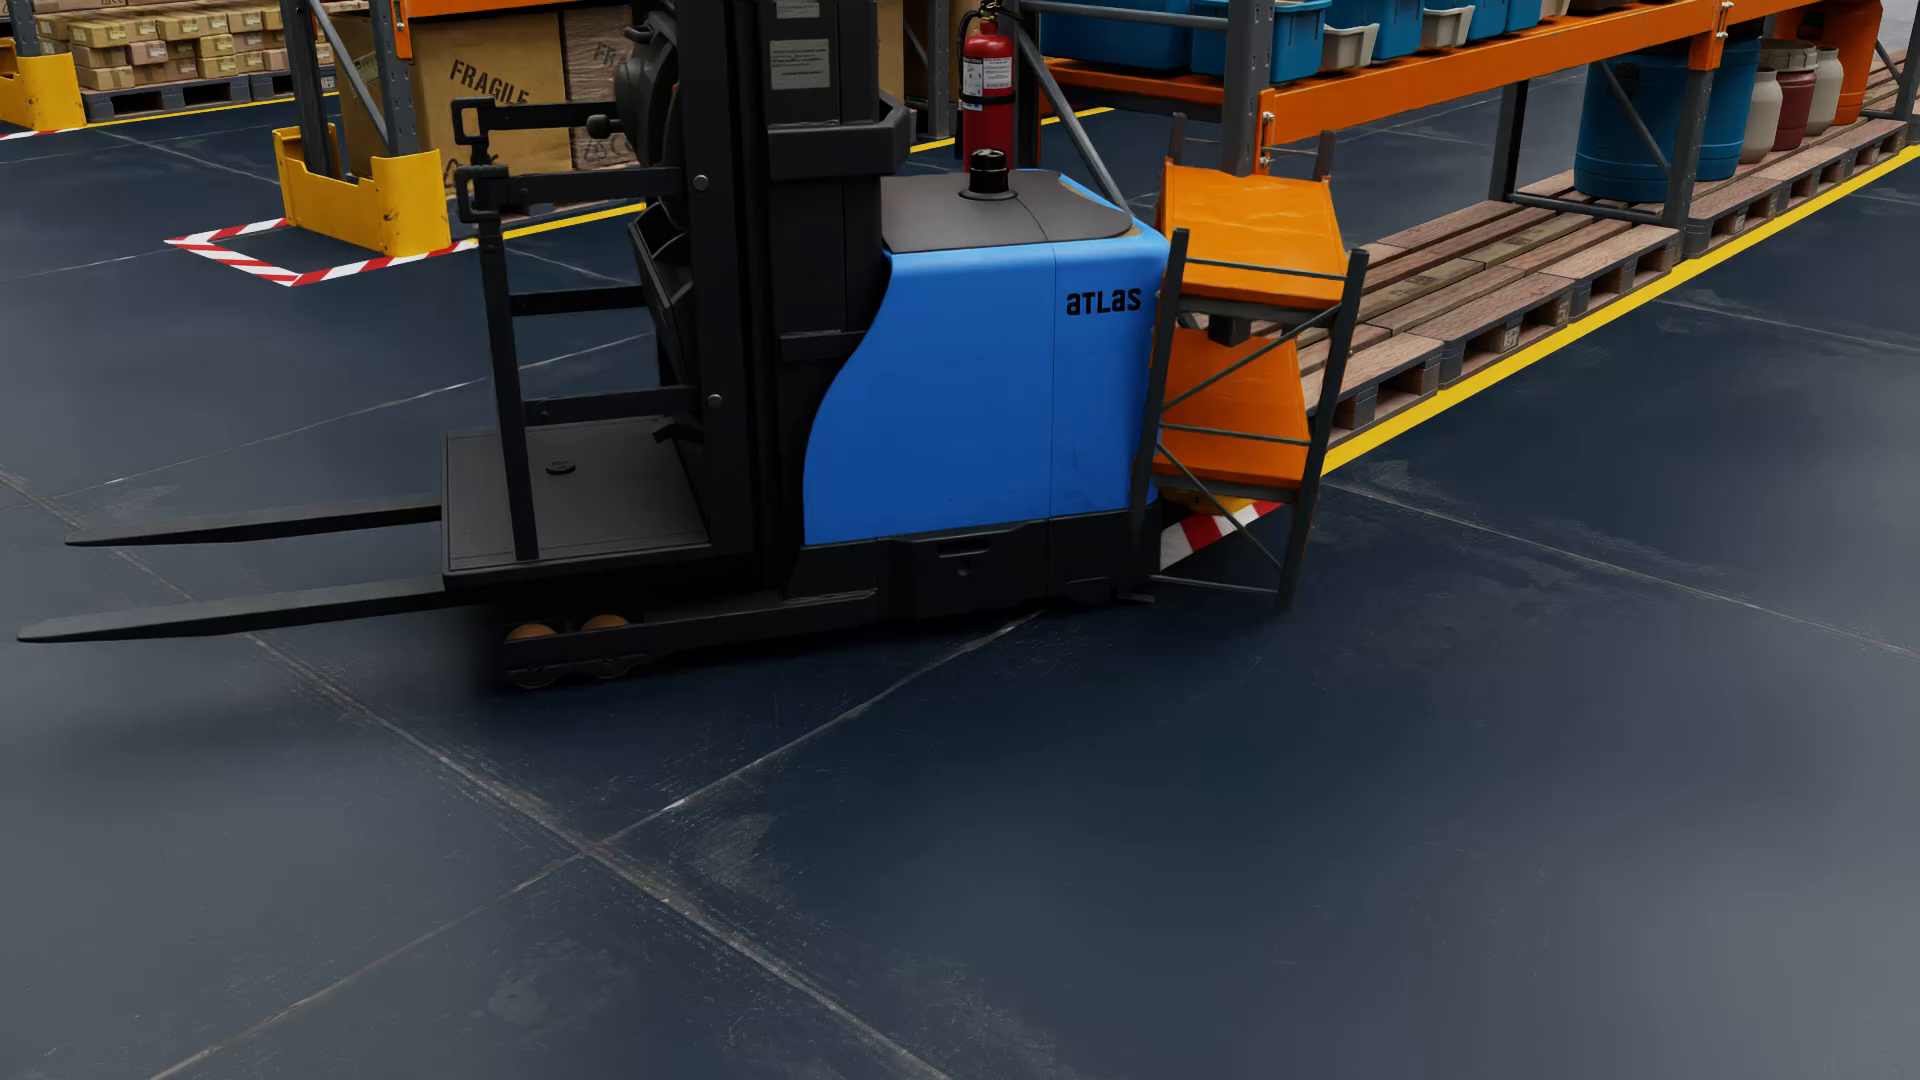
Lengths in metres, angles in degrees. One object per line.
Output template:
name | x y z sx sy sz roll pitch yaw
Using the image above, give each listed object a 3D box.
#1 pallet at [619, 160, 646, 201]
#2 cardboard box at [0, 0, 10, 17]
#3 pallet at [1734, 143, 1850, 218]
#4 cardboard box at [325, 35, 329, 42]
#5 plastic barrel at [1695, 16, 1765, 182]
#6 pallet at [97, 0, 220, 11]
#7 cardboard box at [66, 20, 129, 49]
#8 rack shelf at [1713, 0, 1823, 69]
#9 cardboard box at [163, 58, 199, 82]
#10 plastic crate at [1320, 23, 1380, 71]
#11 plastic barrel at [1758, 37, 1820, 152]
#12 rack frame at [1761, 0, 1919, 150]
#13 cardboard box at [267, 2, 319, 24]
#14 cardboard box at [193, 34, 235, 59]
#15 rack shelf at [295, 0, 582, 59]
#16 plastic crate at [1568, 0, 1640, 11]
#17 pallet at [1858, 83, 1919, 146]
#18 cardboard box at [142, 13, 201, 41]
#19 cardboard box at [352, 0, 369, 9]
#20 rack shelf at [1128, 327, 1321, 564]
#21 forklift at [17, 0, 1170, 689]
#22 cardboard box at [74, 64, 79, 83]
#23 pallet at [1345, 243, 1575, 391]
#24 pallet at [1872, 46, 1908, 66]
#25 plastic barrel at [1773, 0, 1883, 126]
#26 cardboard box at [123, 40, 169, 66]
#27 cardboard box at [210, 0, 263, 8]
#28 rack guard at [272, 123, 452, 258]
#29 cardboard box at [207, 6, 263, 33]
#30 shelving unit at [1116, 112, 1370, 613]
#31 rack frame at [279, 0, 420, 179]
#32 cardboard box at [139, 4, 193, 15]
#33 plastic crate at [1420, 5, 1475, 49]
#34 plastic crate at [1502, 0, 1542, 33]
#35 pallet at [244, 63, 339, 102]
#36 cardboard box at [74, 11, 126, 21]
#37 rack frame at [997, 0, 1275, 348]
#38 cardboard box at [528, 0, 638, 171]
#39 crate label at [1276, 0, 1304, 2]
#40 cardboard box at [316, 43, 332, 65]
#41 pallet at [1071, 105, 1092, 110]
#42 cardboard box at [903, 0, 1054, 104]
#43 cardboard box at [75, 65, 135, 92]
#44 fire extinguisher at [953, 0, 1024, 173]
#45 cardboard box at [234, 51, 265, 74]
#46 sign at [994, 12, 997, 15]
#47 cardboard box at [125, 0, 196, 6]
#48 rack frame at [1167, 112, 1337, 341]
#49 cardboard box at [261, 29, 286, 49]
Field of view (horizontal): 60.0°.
pallet | -1.864 -2.374 10.286 1.003 0.211 1.213 20 31 38
cardboard box | -9.563 -5.249 15.909 0.875 0.438 0.875 21 32 39
pallet | 4.564 -2.202 9.903 1.003 0.211 1.213 20 31 38
cardboard box | -5.011 -4.078 13.286 0.380 0.149 0.250 18 30 35
plastic barrel | 4.053 -2.488 9.185 0.600 0.901 0.708 20 31 38
pallet | -8.430 -5.453 17.154 1.003 0.211 1.213 20 31 38
cardboard box | -6.177 -3.625 11.913 0.380 0.149 0.250 18 30 35
rack shelf | 4.539 -3.159 9.507 1.077 0.370 4.000 20 31 38
cardboard box | -5.918 -3.539 12.448 0.380 0.149 0.250 21 31 38
plastic crate | 1.220 -1.626 5.460 0.250 0.136 0.298 20 31 38
plastic barrel | 4.806 -2.690 10.016 0.600 0.588 0.708 20 31 38
rack frame | 5.874 -4.096 10.719 1.000 3.000 0.127 20 31 38
cardboard box | -5.217 -4.134 13.049 0.380 0.149 0.250 20 31 38
cardboard box | -5.665 -3.728 12.505 0.380 0.149 0.250 21 32 39
rack shelf | -1.819 -3.292 9.806 1.077 0.370 4.000 20 31 38
plastic crate | 2.657 -2.365 7.121 0.437 0.125 0.590 20 31 38
pallet | 6.420 -3.049 11.793 1.003 0.211 1.213 20 31 38
cardboard box | -5.819 -3.784 12.267 0.380 0.149 0.250 20 31 37
cardboard box | -4.799 -4.266 13.342 0.380 0.149 0.250 18 30 35
rack shelf | 0.783 -0.335 5.091 0.538 0.278 1.000 7 31 3
forklift | -0.992 -1.187 4.315 3.031 2.935 1.130 -7 25 -15
cardboard box | -6.584 -3.504 12.371 0.380 0.149 0.250 21 31 38
pallet | 1.928 -0.997 7.216 1.003 0.211 1.213 20 31 38
pallet | 8.048 -3.793 13.451 1.003 0.211 1.213 20 31 38
plastic barrel | 5.560 -3.144 10.735 0.600 0.830 0.708 20 31 38
cardboard box | -6.014 -3.580 12.177 0.380 0.149 0.250 20 31 37
cardboard box | -5.710 -4.172 13.133 0.380 0.149 0.250 19 30 36
rack guard | -3.170 -1.863 8.795 1.175 0.500 0.348 20 31 38
cardboard box | -5.523 -3.964 12.669 0.380 0.149 0.250 22 32 39
shelving unit | 0.803 -0.544 4.965 0.538 1.125 1.048 7 31 3
rack frame | -3.154 -3.011 8.299 1.000 3.000 0.127 20 31 38
cardboard box | -6.107 -4.025 12.805 0.380 0.149 0.250 19 30 36
plastic crate | 1.673 -1.833 5.921 0.250 0.136 0.298 20 31 38
plastic crate | 2.024 -2.088 6.371 0.416 0.233 0.300 20 31 38
pallet | -5.347 -3.755 13.367 1.003 0.211 1.213 20 31 38
cardboard box | -6.405 -3.850 12.414 0.380 0.149 0.250 21 32 38
rack frame | 0.535 -1.659 5.283 1.000 3.000 0.127 20 31 38
cardboard box | -2.179 -2.727 9.750 0.875 0.875 0.875 20 31 38
crate label | 1.316 -2.040 6.381 0.396 0.136 0.243 20 31 38
cardboard box | -5.170 -3.834 13.106 0.380 0.149 0.250 20 31 38
pallet | 0.789 -3.587 12.991 1.003 0.211 1.213 20 31 38
cardboard box | -0.072 -3.652 11.813 1.225 0.875 0.875 20 31 38
cardboard box | -6.192 -3.359 12.047 0.380 0.149 0.250 21 32 39
fire extinguisher | 0.095 -1.531 5.549 0.296 0.674 0.183 20 31 38
cardboard box | -5.566 -3.691 12.786 0.380 0.149 0.250 20 31 38
sign | 0.114 -1.878 5.574 0.100 0.325 0.005 20 31 38
cardboard box | -8.363 -5.796 17.130 0.875 0.438 0.875 20 31 37
rack frame | 0.859 -0.802 5.399 0.500 1.125 0.032 7 31 3
cardboard box | -5.408 -3.928 12.953 0.380 0.149 0.250 22 32 40
